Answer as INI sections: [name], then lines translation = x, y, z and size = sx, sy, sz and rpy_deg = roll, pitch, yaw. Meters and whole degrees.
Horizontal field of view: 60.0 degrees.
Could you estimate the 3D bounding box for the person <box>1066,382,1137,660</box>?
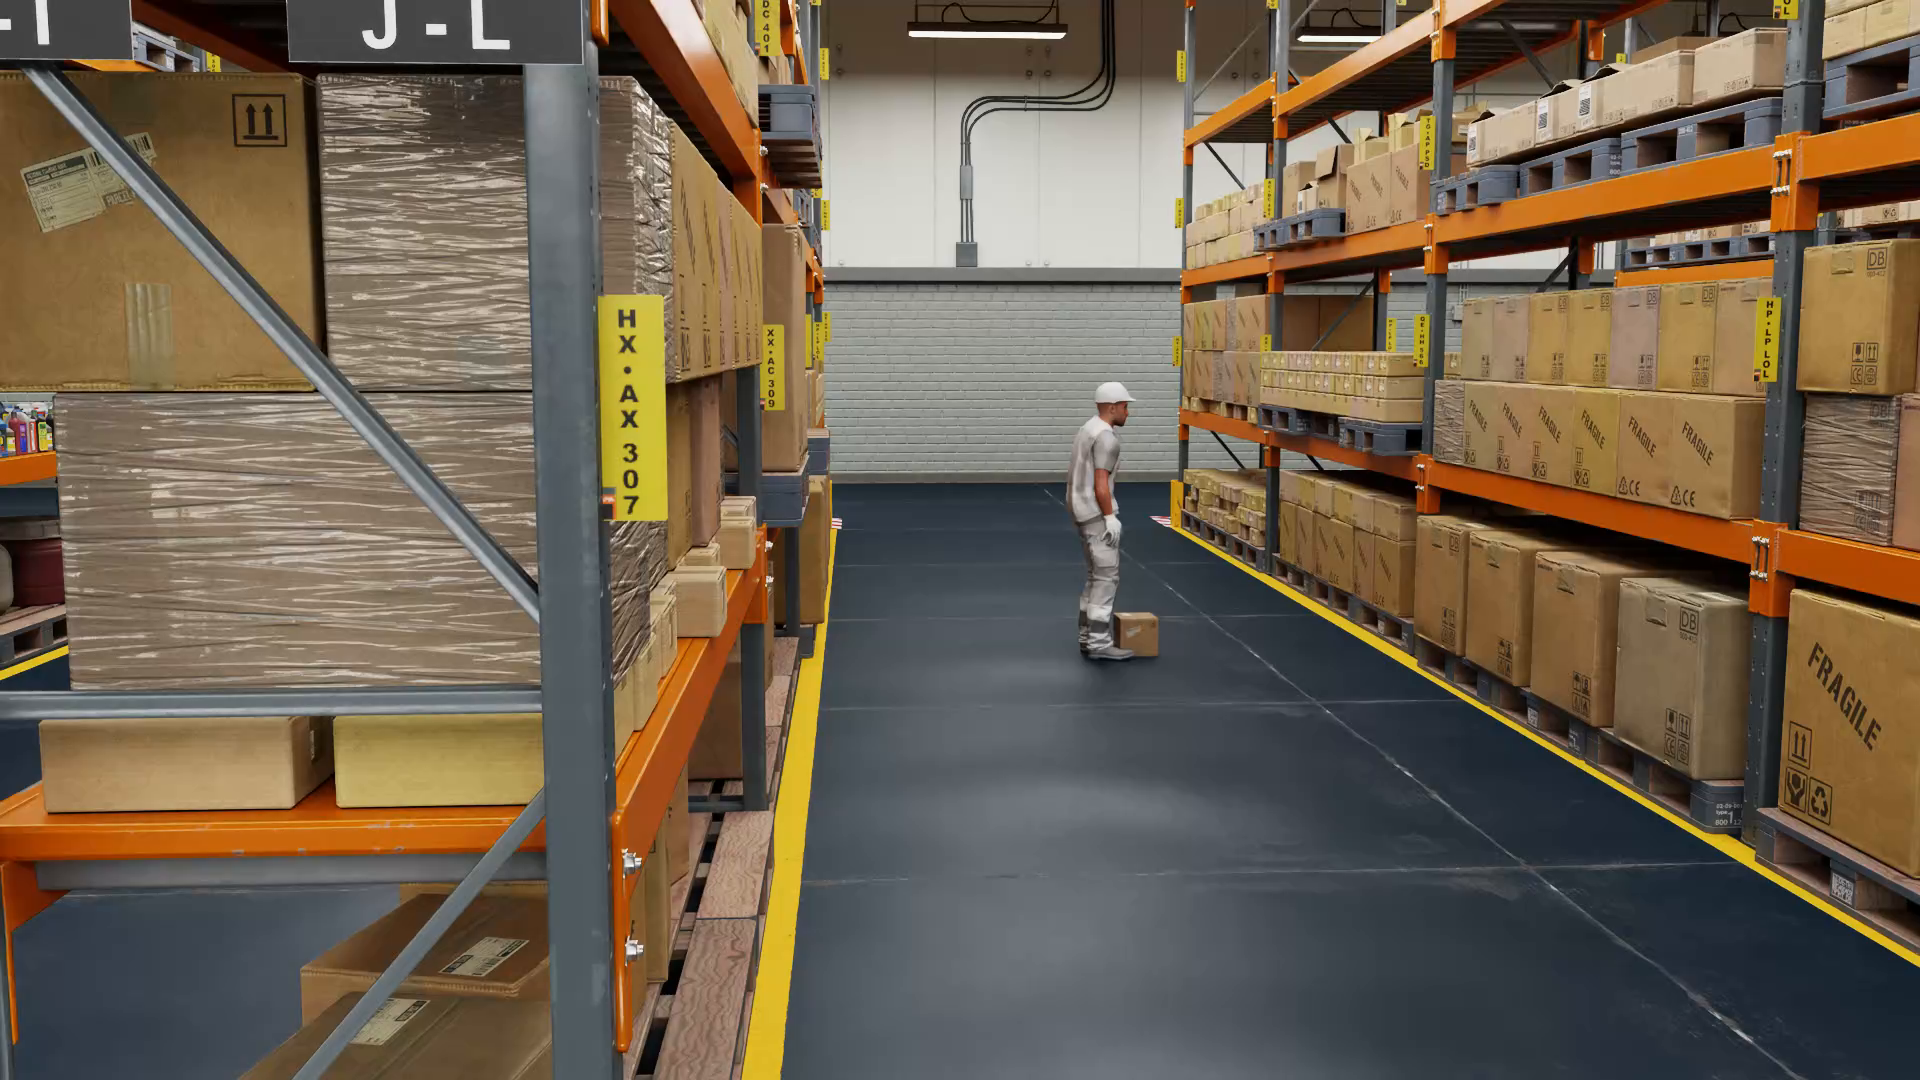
[person]
translation = 0.927, -0.134, 10.813
size = 0.453, 1.777, 0.608
rpy_deg = -1, 7, -7
